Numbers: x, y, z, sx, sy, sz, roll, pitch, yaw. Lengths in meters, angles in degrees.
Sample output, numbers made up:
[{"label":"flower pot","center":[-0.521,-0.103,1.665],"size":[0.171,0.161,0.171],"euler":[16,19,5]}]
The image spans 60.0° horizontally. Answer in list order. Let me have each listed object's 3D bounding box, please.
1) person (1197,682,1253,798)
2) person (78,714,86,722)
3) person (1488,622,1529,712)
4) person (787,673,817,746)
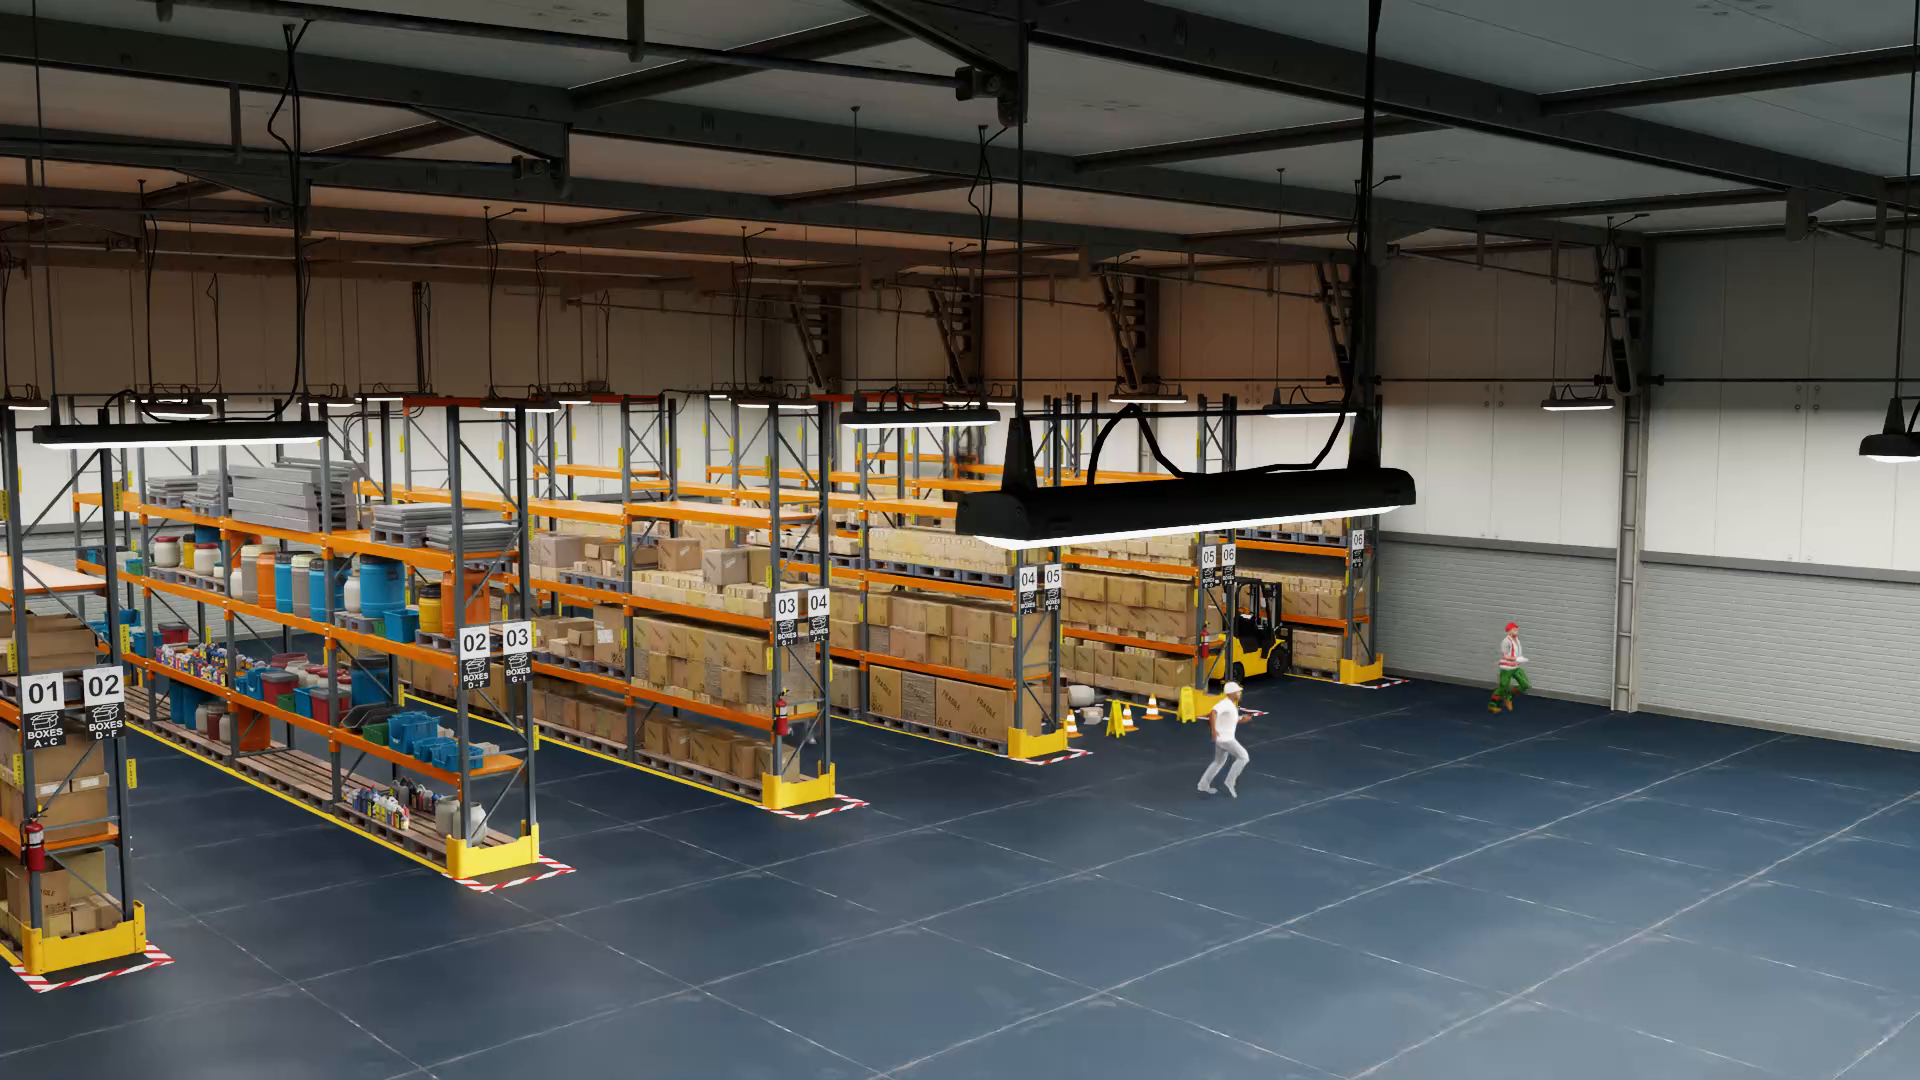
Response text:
[{"label":"person","center":[4.016,3.027,25.166],"size":[0.816,1.760,0.732],"euler":[1,6,7]},{"label":"person","center":[-14.355,2.843,27.494],"size":[0.573,1.667,0.561],"euler":[5,7,42]},{"label":"person","center":[10.415,2.407,31.381],"size":[0.685,1.732,0.826],"euler":[-4,7,-37]},{"label":"person","center":[-2.800,2.735,29.038],"size":[0.557,1.621,0.872],"euler":[-5,7,-42]}]
